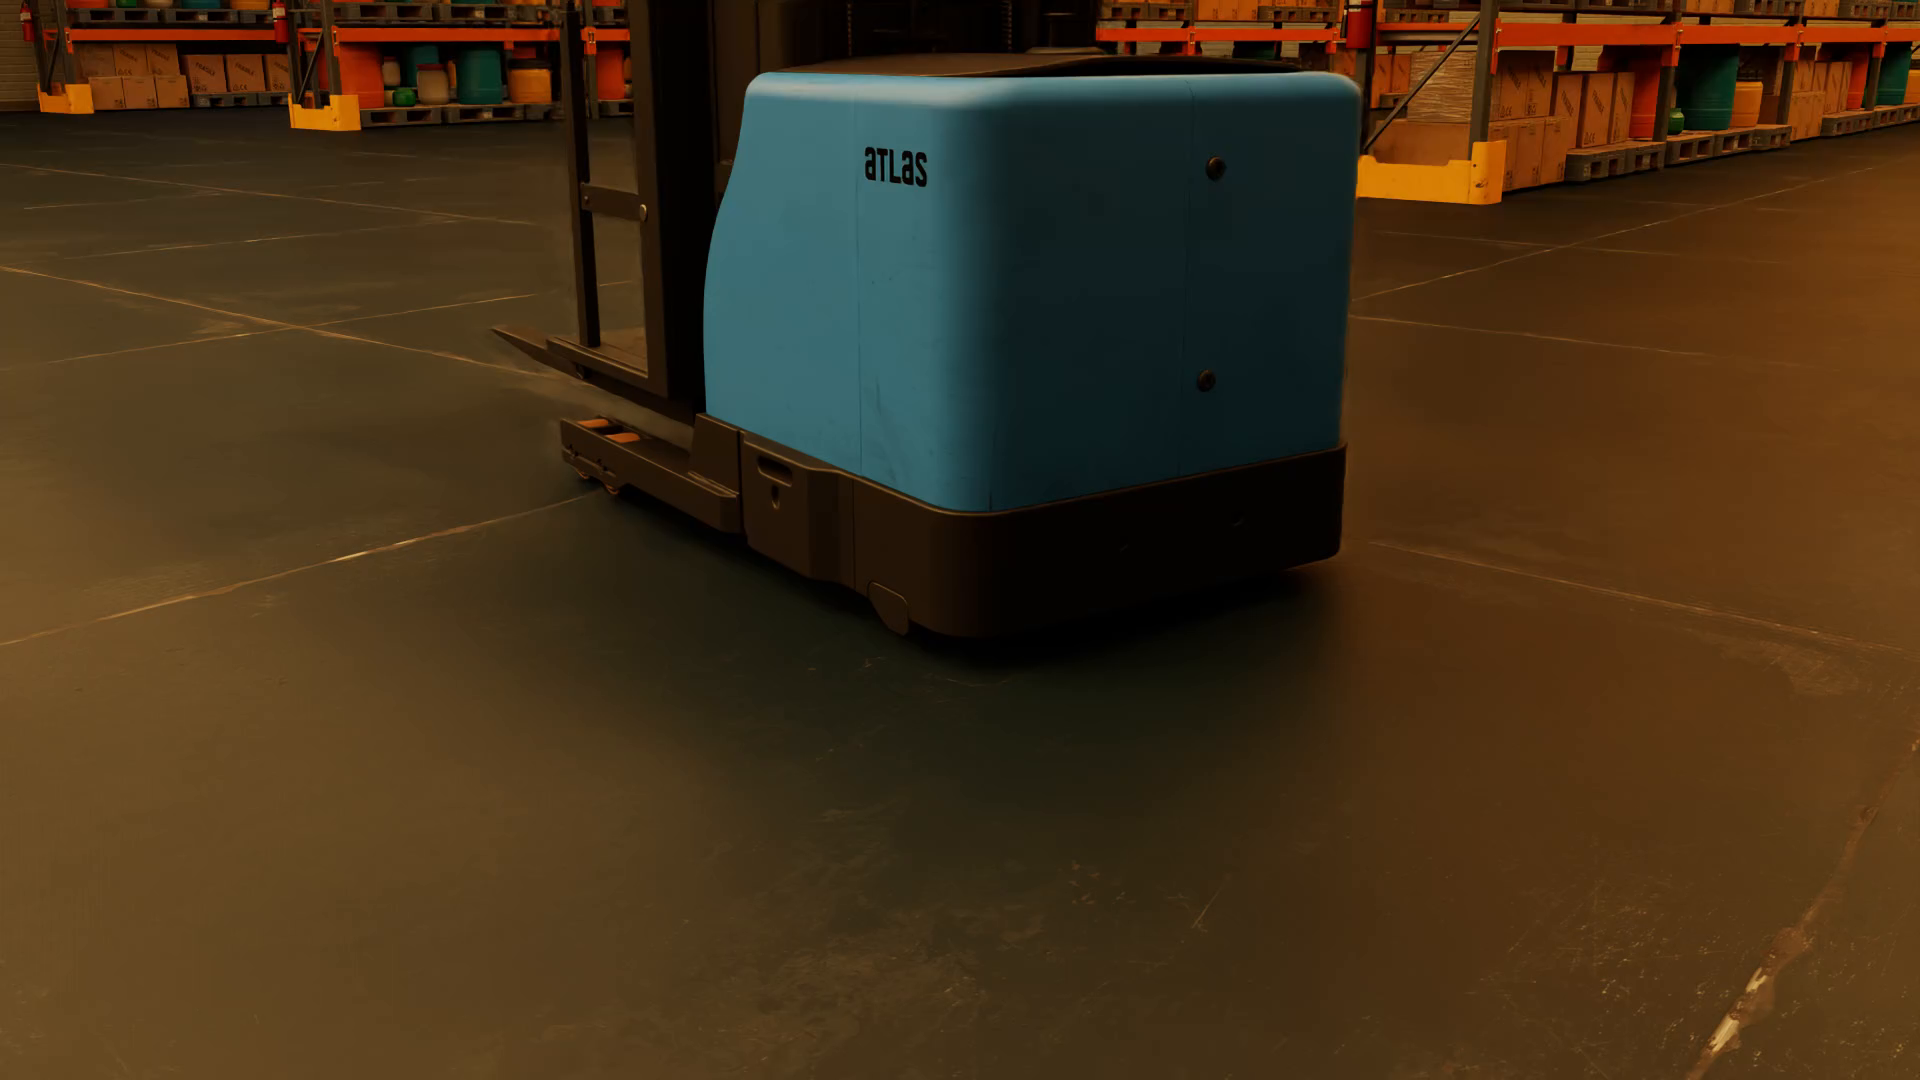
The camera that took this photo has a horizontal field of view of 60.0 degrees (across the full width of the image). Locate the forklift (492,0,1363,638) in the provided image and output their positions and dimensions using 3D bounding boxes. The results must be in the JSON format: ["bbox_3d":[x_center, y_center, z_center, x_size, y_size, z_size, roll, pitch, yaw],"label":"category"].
[{"bbox_3d":[-0.417,-1.587,4.124,1.130,2.935,3.031,-11,20,-33],"label":"forklift"}]
